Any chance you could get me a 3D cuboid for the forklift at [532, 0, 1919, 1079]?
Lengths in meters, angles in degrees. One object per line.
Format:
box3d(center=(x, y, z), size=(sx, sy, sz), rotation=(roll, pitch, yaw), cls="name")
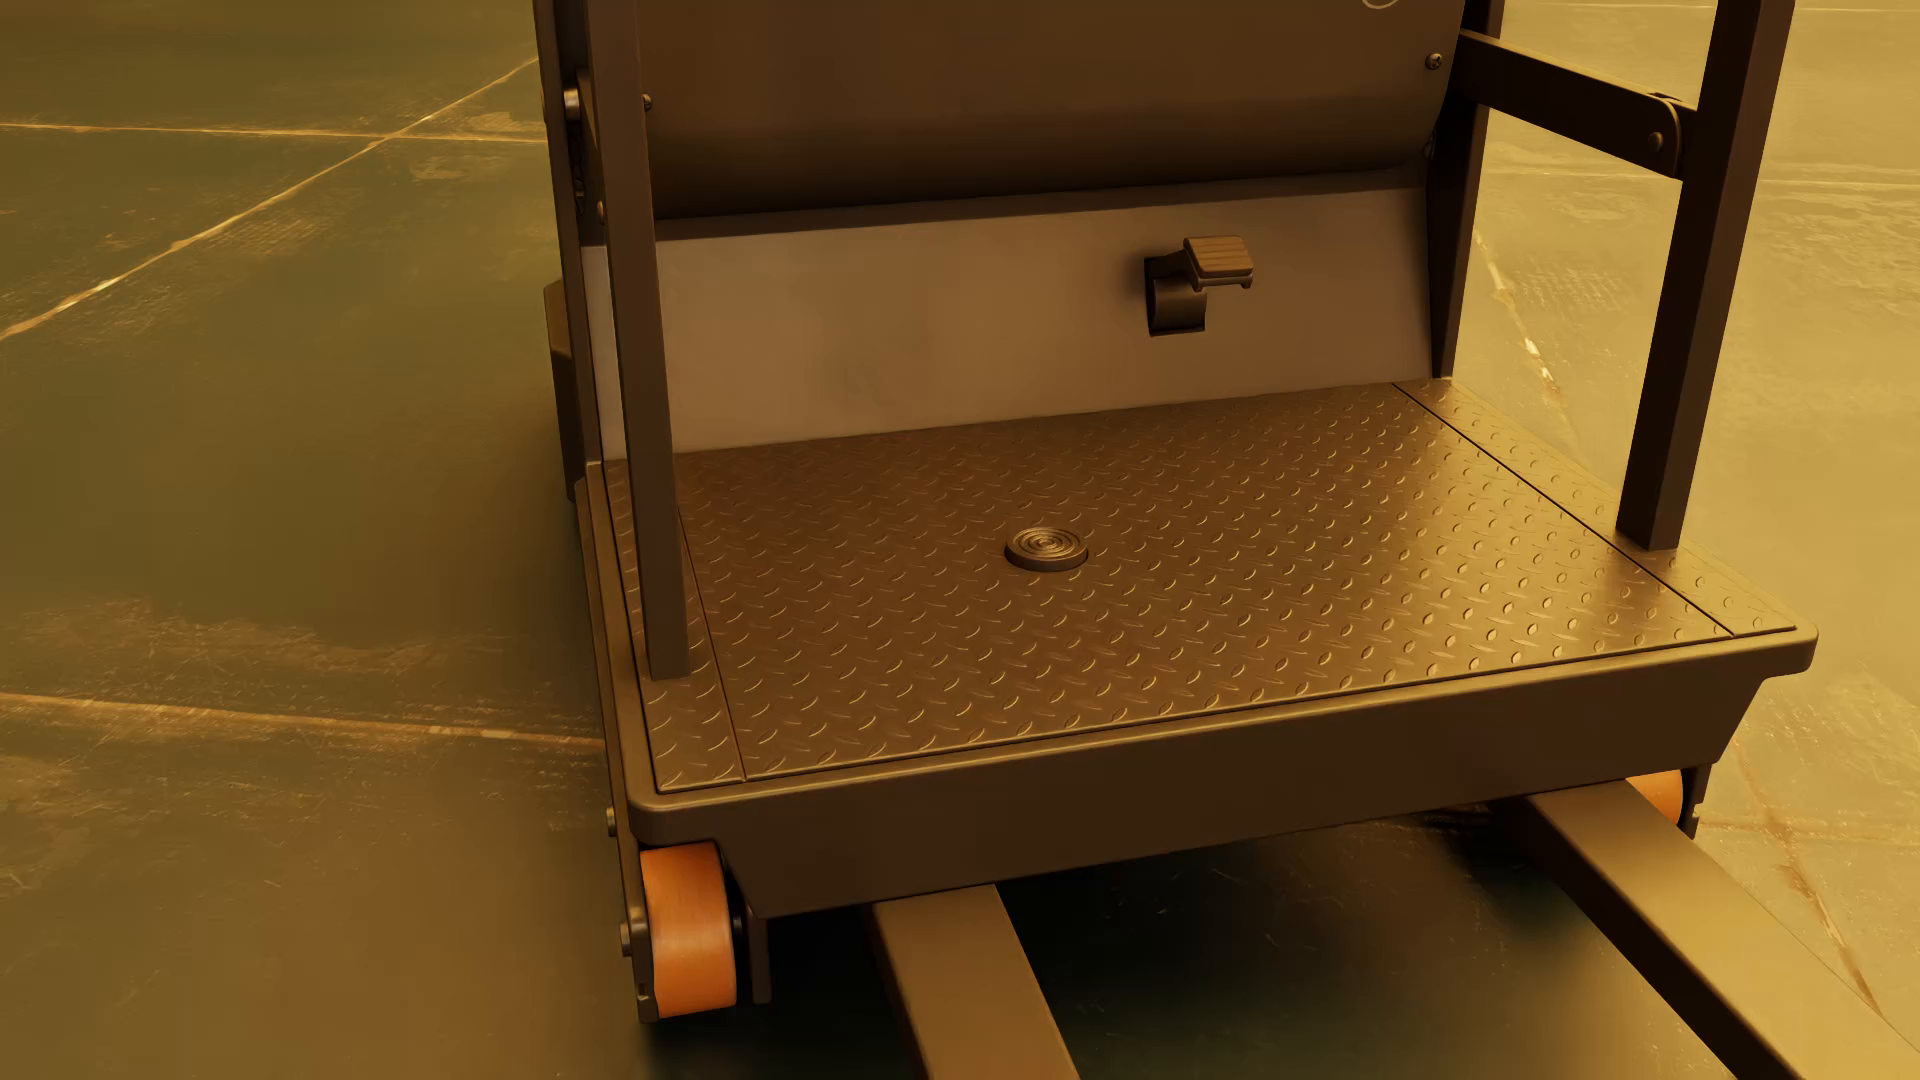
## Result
box3d(center=(0.153, -1.049, 1.319), size=(1.130, 2.935, 3.031), rotation=(-7, 27, -13), cls="forklift")
